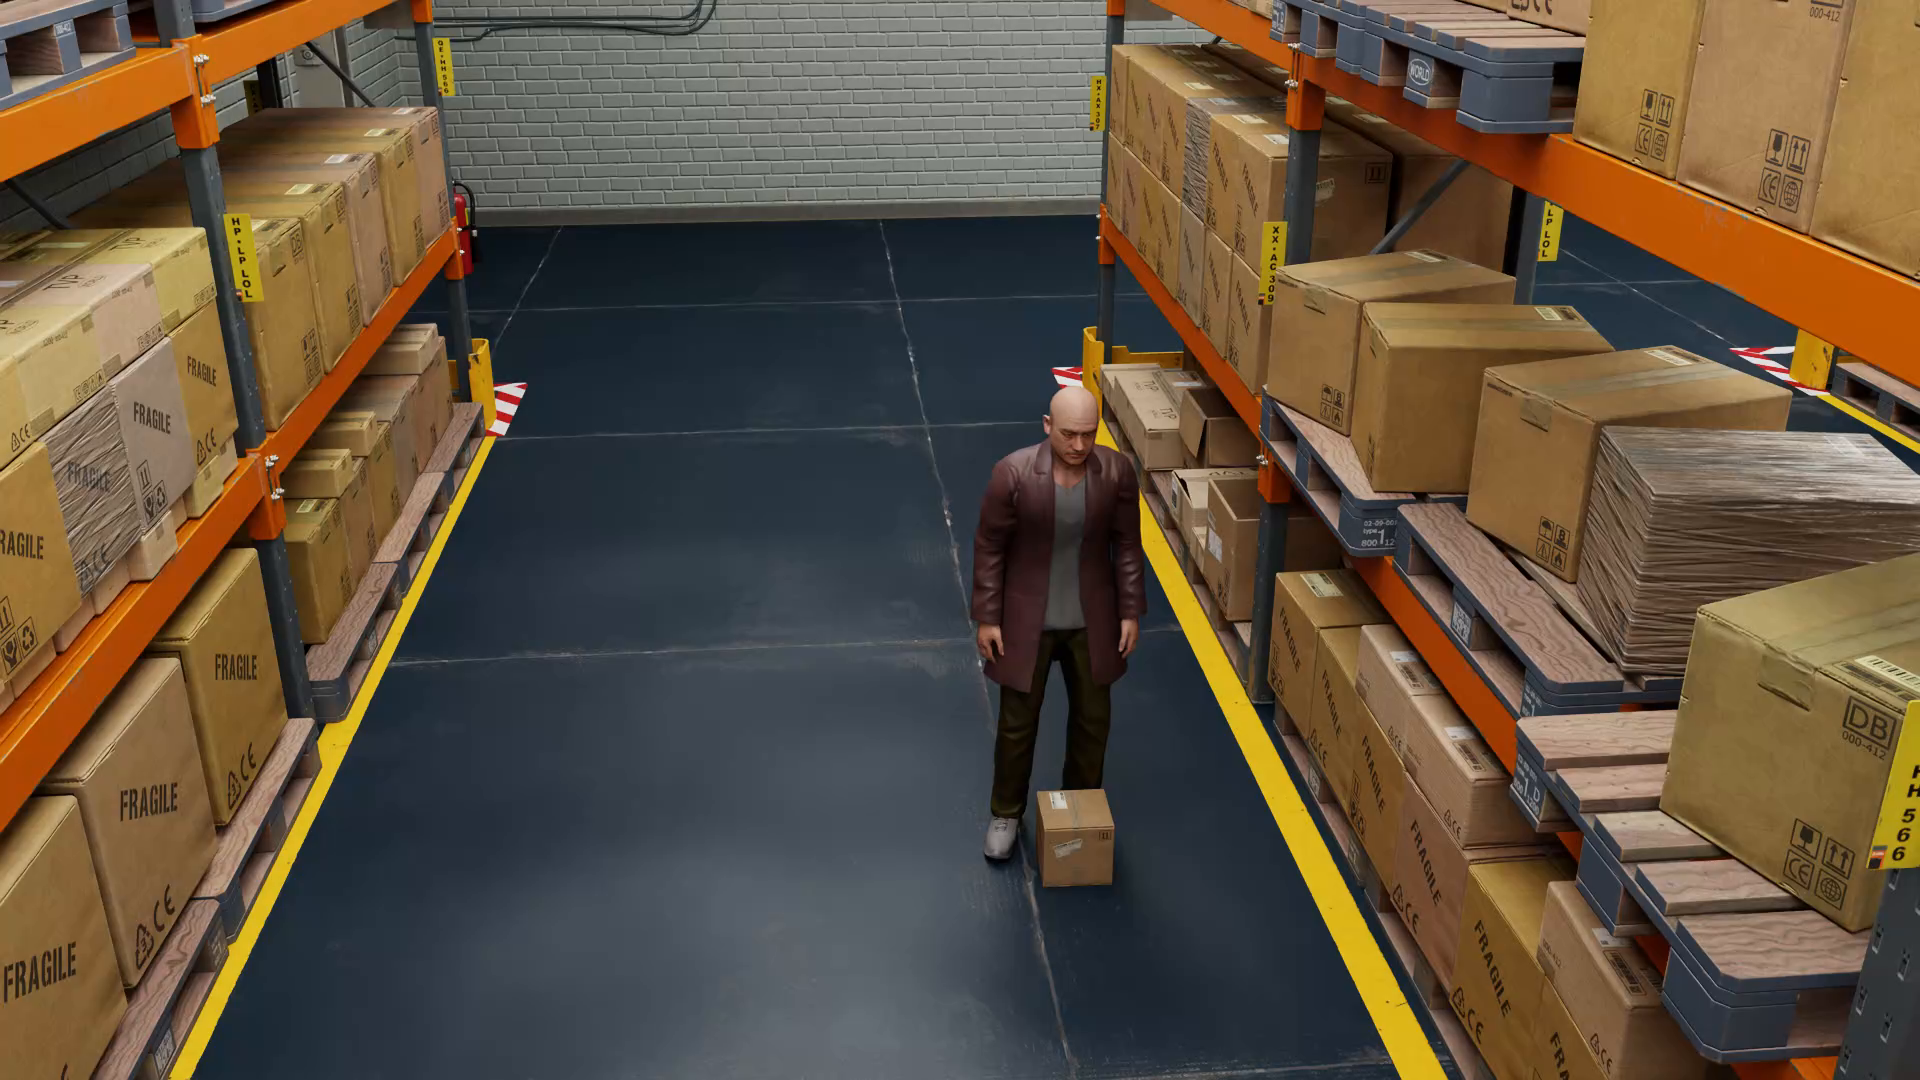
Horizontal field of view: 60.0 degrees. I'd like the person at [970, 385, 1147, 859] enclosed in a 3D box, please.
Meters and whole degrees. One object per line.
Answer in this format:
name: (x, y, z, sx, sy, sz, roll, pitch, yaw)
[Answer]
person: (0.353, 0.286, 5.957, 0.642, 1.773, 0.428, -3, 24, -7)
